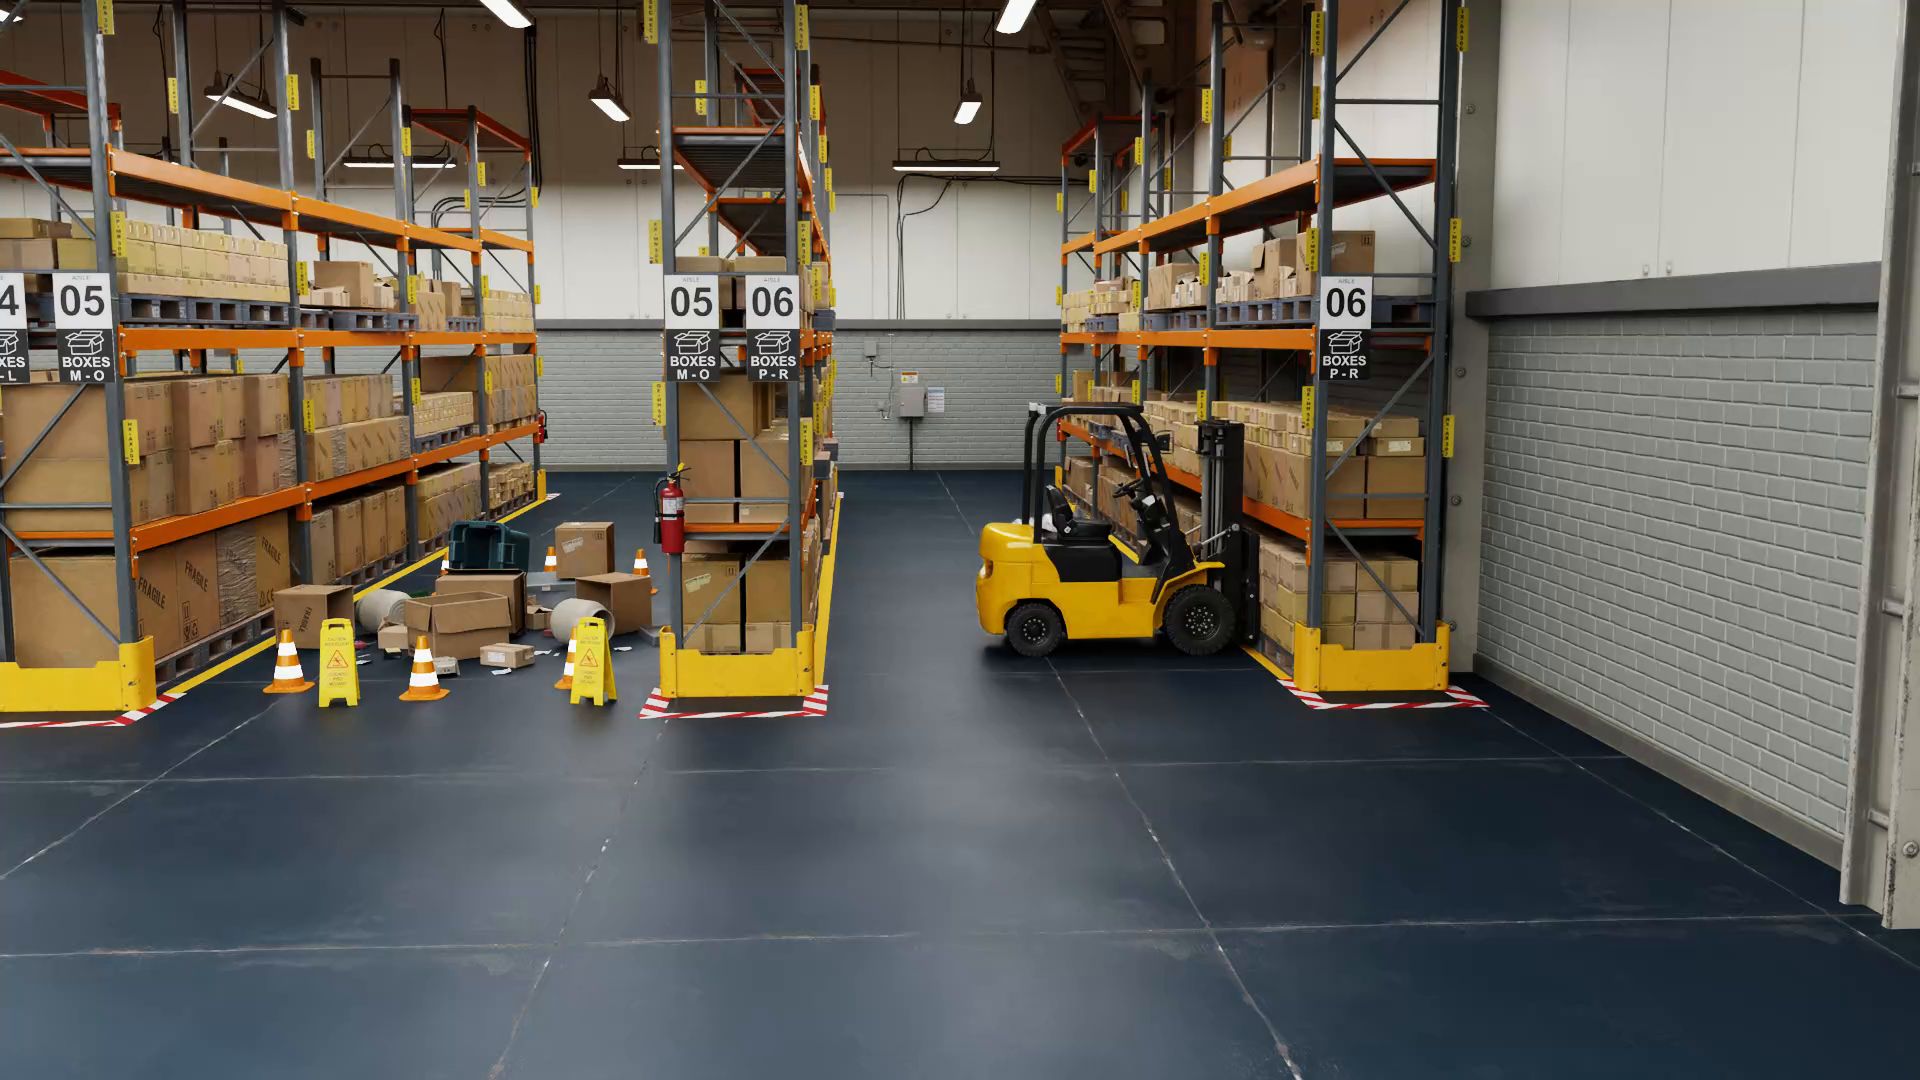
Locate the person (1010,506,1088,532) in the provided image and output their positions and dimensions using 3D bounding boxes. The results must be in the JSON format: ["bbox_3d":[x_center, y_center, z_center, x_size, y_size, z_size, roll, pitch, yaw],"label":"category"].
[{"bbox_3d":[0.861,0.209,16.437,0.919,1.087,0.443,-1,7,-7],"label":"person"}]
